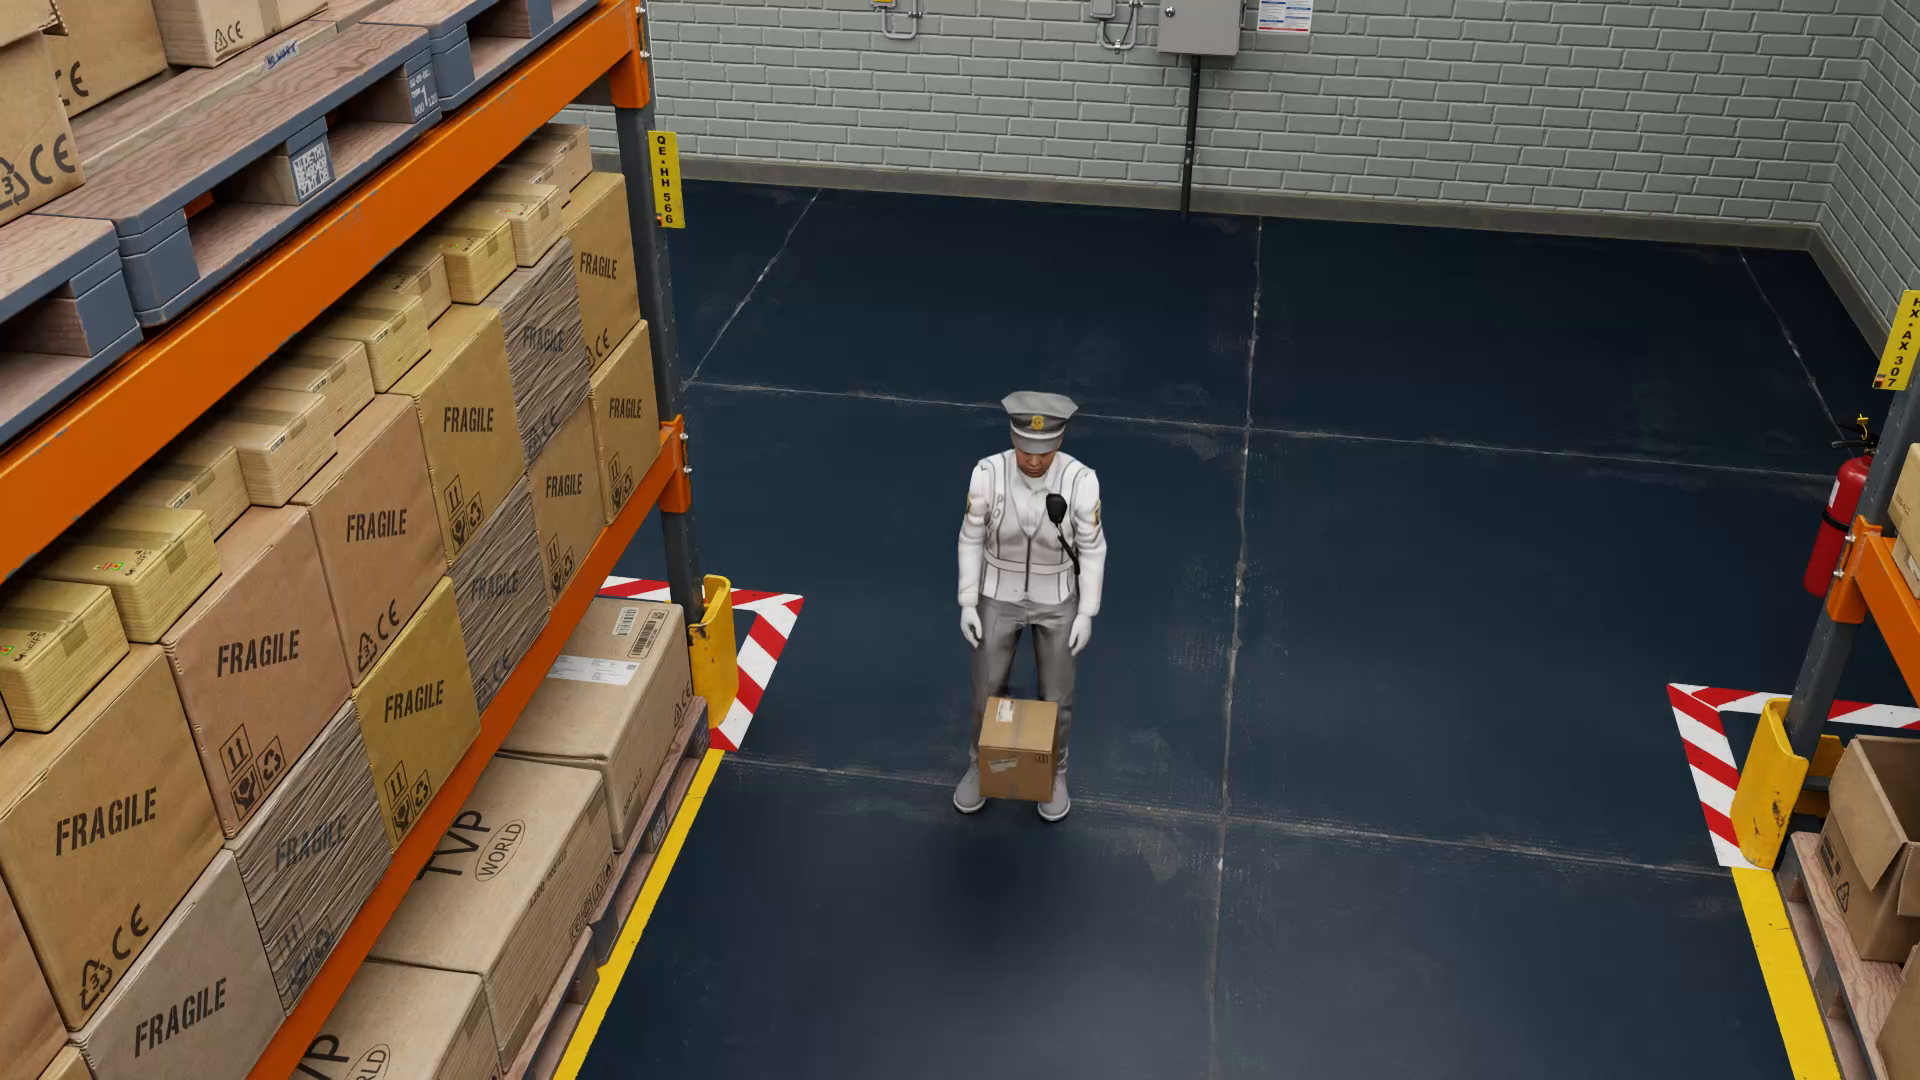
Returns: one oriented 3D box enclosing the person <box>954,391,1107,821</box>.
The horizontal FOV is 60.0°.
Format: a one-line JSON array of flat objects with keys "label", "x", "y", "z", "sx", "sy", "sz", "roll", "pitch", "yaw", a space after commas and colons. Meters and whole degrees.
[{"label": "person", "x": 0.241, "y": 0.226, "z": 5.775, "sx": 0.510, "sy": 1.669, "sz": 0.359, "roll": 4, "pitch": 33, "yaw": 7}]
